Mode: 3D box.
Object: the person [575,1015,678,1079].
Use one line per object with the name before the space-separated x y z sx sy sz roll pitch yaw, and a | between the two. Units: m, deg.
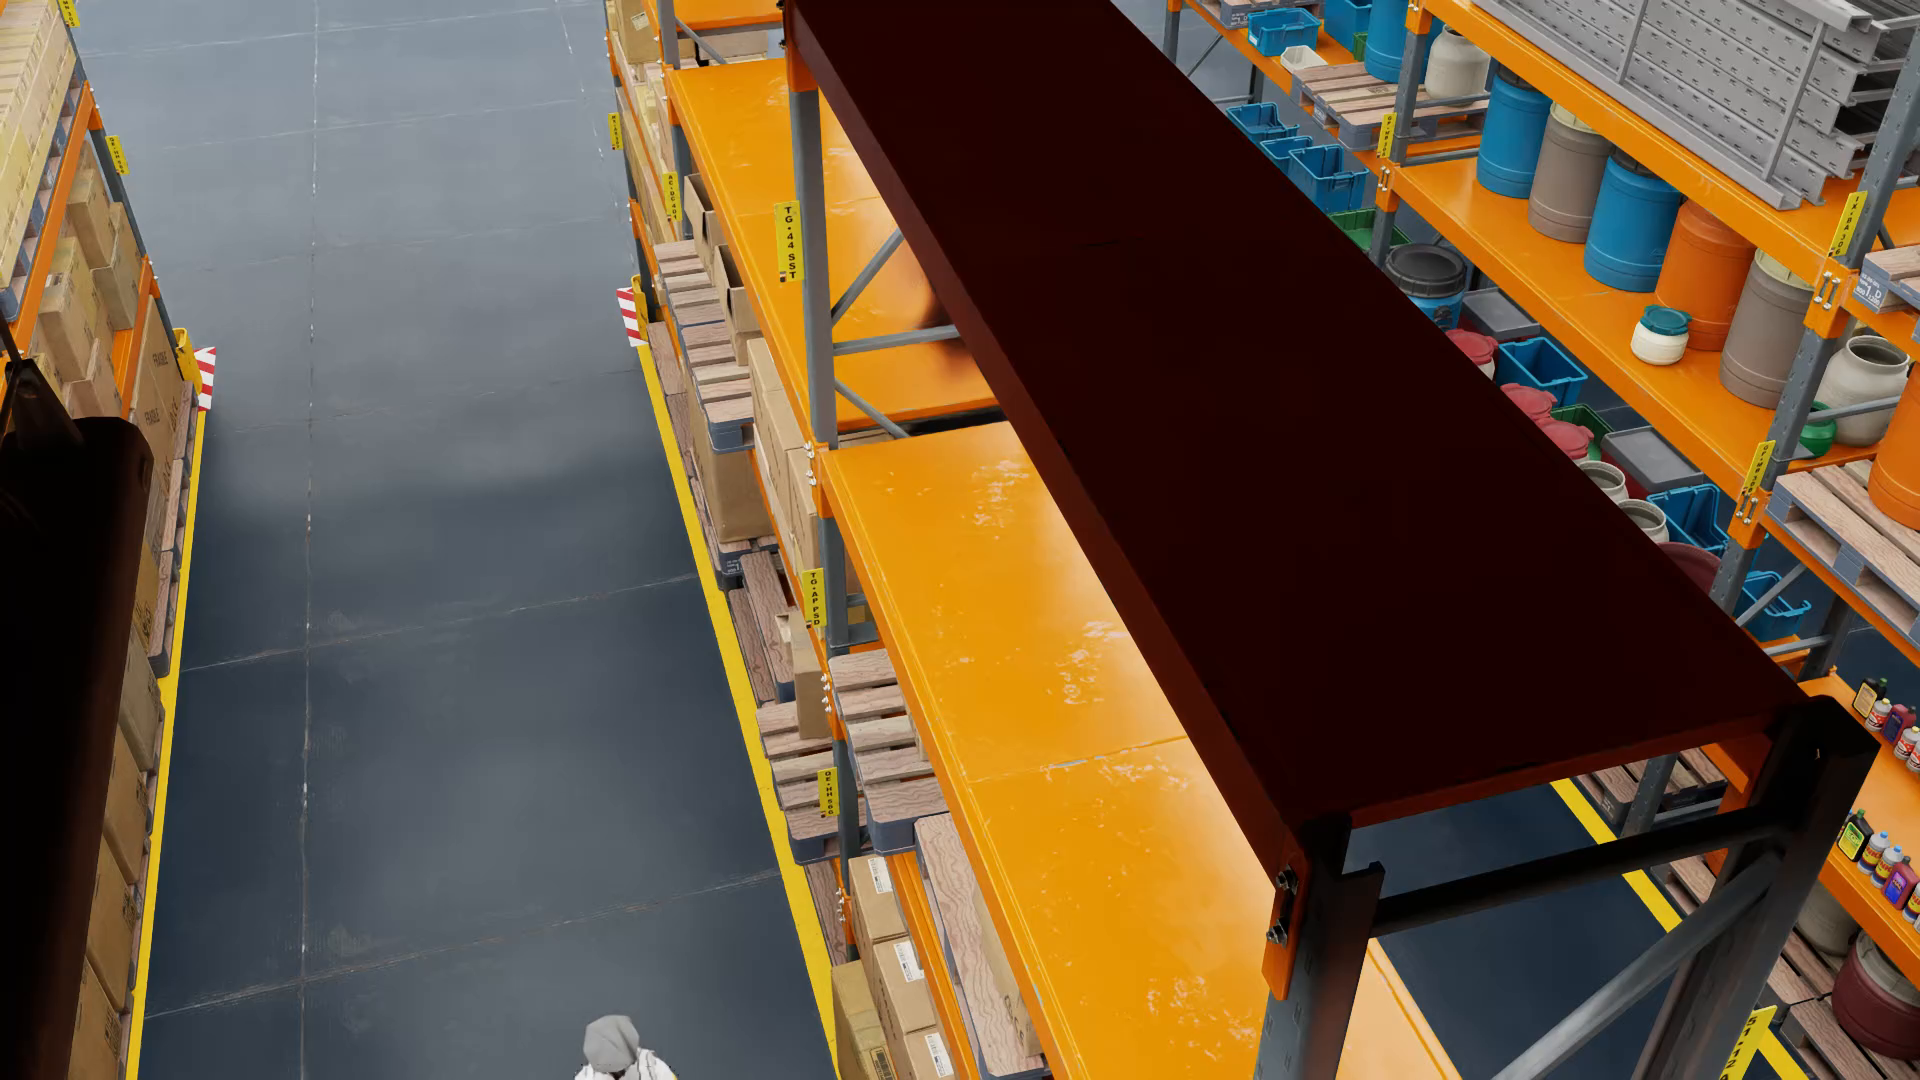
person | -1.554 2.791 7.946 0.567 1.718 0.676 -15 41 -18
